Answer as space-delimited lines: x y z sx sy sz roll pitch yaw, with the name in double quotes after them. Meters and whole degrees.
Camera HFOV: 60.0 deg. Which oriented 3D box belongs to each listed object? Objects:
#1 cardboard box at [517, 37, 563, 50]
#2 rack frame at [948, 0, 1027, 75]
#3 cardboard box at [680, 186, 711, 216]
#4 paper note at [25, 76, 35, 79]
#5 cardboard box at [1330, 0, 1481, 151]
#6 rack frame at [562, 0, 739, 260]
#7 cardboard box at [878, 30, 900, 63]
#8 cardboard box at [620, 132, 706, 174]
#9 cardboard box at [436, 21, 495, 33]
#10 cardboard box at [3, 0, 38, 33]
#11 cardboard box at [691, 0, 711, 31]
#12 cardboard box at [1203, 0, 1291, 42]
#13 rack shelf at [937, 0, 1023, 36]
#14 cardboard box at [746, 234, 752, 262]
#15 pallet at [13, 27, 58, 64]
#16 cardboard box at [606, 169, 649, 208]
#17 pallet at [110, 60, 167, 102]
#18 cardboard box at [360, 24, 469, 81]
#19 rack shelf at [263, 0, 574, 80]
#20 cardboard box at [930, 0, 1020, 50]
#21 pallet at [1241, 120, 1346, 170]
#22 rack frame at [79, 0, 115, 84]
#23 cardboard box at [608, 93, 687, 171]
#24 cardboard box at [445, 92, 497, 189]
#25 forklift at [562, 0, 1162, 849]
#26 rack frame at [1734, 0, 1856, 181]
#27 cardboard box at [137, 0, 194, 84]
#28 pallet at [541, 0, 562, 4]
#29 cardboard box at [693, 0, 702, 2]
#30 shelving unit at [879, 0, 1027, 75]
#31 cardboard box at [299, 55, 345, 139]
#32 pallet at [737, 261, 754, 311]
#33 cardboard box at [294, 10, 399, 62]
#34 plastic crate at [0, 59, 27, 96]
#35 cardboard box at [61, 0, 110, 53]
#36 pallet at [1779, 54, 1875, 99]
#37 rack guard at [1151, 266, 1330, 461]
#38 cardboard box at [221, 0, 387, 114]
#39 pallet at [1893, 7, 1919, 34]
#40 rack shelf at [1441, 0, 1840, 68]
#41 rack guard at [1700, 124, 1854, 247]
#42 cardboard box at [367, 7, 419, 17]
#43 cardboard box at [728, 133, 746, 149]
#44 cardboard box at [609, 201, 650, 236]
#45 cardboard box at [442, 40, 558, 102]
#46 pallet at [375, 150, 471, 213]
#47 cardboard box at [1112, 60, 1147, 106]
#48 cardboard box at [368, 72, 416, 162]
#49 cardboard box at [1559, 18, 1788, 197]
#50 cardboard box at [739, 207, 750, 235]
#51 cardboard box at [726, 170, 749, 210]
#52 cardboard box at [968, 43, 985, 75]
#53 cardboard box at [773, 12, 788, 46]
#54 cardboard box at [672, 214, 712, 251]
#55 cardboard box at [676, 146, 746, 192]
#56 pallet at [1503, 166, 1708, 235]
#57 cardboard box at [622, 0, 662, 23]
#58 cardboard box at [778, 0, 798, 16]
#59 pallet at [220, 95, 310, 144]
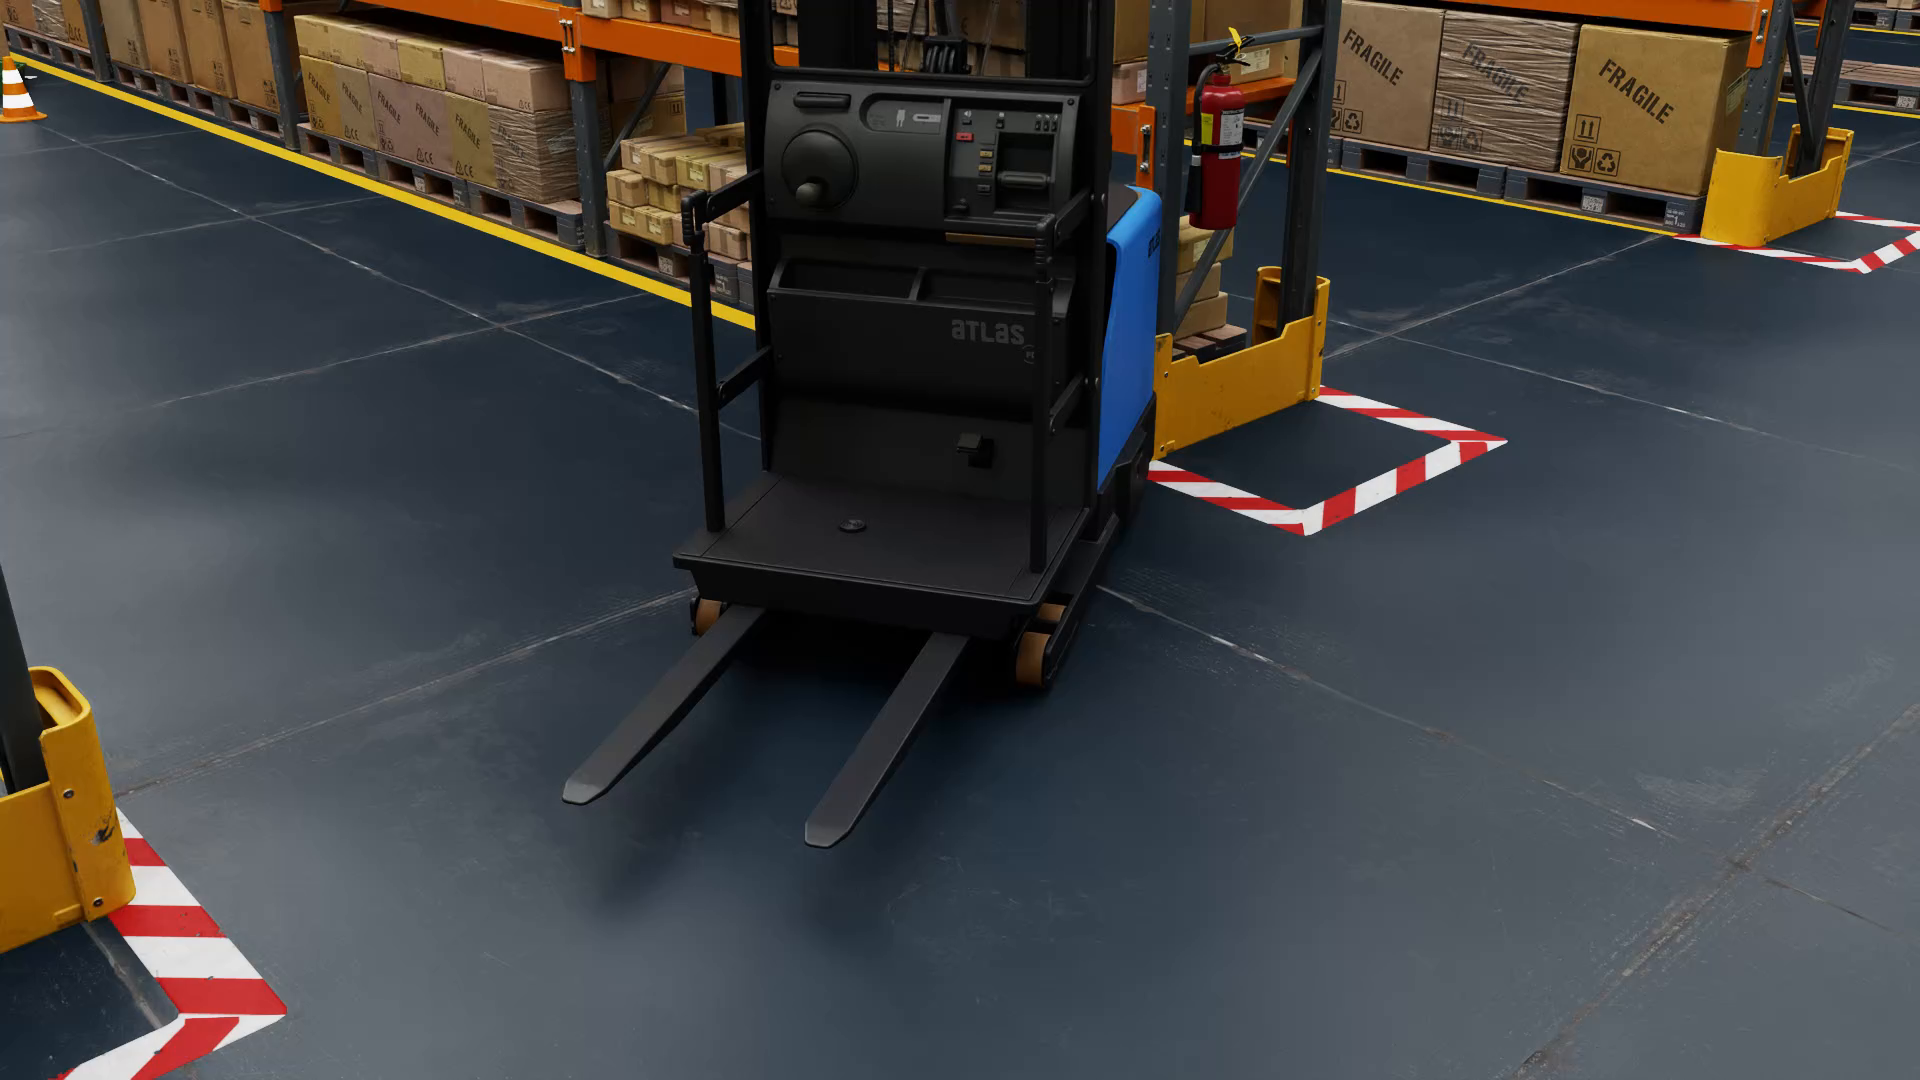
-2.341 -2.916 10.130 0.500 0.250 0.500 -20 31 -37 "cardboard box"
0.177 -1.478 6.219 0.400 2.100 0.015 -20 19 -39 "rack frame"
-1.218 -1.775 8.598 0.380 0.149 0.250 -21 32 -39 "cardboard box"
-8.252 -4.081 14.659 0.142 0.020 0.147 3 25 6 "paper note"
3.034 -3.167 11.132 0.875 0.875 0.875 -21 32 -38 "cardboard box"
-1.663 -3.061 8.846 1.000 3.000 0.127 -21 32 -38 "rack frame"
-0.175 -2.169 7.193 0.250 0.149 0.380 22 33 40 "cardboard box"
-1.579 -2.063 8.870 0.380 0.149 0.250 -20 31 -36 "cardboard box"
-3.049 -3.227 10.812 0.500 0.250 0.500 -20 31 -37 "cardboard box"
-8.751 -5.469 16.177 0.875 0.875 0.875 -22 32 -39 "cardboard box"
-1.076 -2.561 8.053 0.250 0.149 0.380 22 33 39 "cardboard box"
0.965 -2.245 6.577 0.500 0.500 0.500 -19 31 -36 "cardboard box"
-0.075 -2.161 6.226 0.431 0.518 0.480 -20 19 -39 "rack shelf"
-0.840 -1.478 8.305 0.250 0.149 0.380 22 33 40 "cardboard box"
-8.432 -4.839 16.102 1.003 0.211 1.213 -21 32 -38 "pallet"
-1.649 -1.890 8.849 0.380 0.149 0.250 -19 31 -36 "cardboard box"
-6.549 -4.004 14.272 1.003 0.211 1.213 -21 32 -38 "pallet"
-3.427 -3.083 10.497 0.500 0.250 0.500 -21 32 -38 "cardboard box"
-3.030 -3.340 10.324 1.077 0.370 4.000 -21 32 -38 "rack shelf"
0.227 -2.251 6.591 0.500 0.500 0.500 -22 32 -39 "cardboard box"
2.489 -2.916 11.889 1.003 0.211 1.213 -21 32 -38 "pallet"
-7.131 -5.485 14.159 1.000 3.000 0.127 -21 32 -38 "rack frame"
-1.975 -2.414 9.934 0.500 0.500 0.500 -20 31 -37 "cardboard box"
-2.704 -2.423 9.954 0.500 0.500 0.500 -22 33 -40 "cardboard box"
-0.178 -1.086 4.599 1.130 2.935 3.031 7 25 15 "forklift"
4.760 -3.226 9.207 1.000 3.000 0.127 -21 32 -38 "rack frame"
-5.985 -4.197 13.540 1.050 0.750 0.750 -21 32 -38 "cardboard box"
-2.080 -3.247 9.484 1.003 0.211 1.213 -21 32 -38 "pallet"
-1.165 -2.873 7.954 0.500 0.500 0.500 -21 32 -38 "cardboard box"
0.014 -1.503 6.400 0.431 2.100 0.503 -20 19 -39 "shelving unit"
-4.100 -3.040 11.306 0.500 0.500 0.500 22 33 40 "cardboard box"
-0.340 -1.229 8.191 1.003 0.211 1.213 -21 32 -38 "pallet"
-4.103 -3.391 11.170 0.500 0.250 0.500 22 32 39 "cardboard box"
-8.206 -3.913 14.032 0.450 0.188 0.662 4 23 -16 "plastic crate"
-7.510 -4.920 14.974 0.875 0.875 0.875 -21 32 -38 "cardboard box"
7.011 -3.993 14.248 1.003 0.211 1.213 -21 32 -38 "pallet"
1.019 -0.735 6.759 1.175 0.500 0.348 -21 32 -38 "rack guard"
-4.748 -3.651 12.343 1.050 0.750 0.750 -22 32 -39 "cardboard box"
10.567 -5.400 17.333 1.003 0.211 1.213 -21 32 -38 "pallet"
3.393 -3.504 10.685 1.077 0.370 4.000 -21 32 -38 "rack shelf"
4.777 -2.081 9.710 1.175 0.500 0.348 -21 32 -38 "rack guard"
-3.739 -3.535 11.488 0.500 0.250 0.500 -22 33 -40 "cardboard box"
-1.027 -2.126 9.008 0.380 0.149 0.250 -21 32 -38 "cardboard box"
-1.649 -1.754 8.909 0.250 0.149 0.380 22 33 40 "cardboard box"
-2.699 -2.770 9.809 0.500 0.250 0.500 -19 31 -36 "cardboard box"
-3.035 -2.398 10.752 1.003 0.211 1.213 -21 32 -38 "pallet"
0.641 -1.754 6.283 0.380 0.149 0.250 -21 32 -38 "cardboard box"
-3.400 -2.735 10.636 0.500 0.500 0.500 -22 33 -40 "cardboard box"
4.264 -2.621 9.936 0.875 0.875 0.875 -21 32 -38 "cardboard box"
-0.865 -1.603 8.219 0.380 0.149 0.250 -19 31 -36 "cardboard box"
-0.916 -1.727 8.134 0.380 0.149 0.250 -20 31 -37 "cardboard box"
0.125 -1.982 6.783 0.380 0.149 0.250 -20 31 -37 "cardboard box"
-0.773 -2.383 7.663 0.380 0.149 0.250 -20 31 -36 "cardboard box"
-1.259 -1.613 8.600 0.380 0.149 0.250 -21 32 -39 "cardboard box"
-1.225 -1.900 8.513 0.380 0.149 0.250 -22 32 -39 "cardboard box"
4.157 -2.177 10.268 1.003 0.211 1.213 -21 32 -38 "pallet"
-1.478 -2.711 8.382 0.380 0.149 0.250 -20 31 -37 "cardboard box"
-0.460 -2.556 7.259 0.500 0.500 0.500 -19 31 -36 "cardboard box"
-4.881 -3.265 12.652 1.003 0.211 1.213 -21 32 -38 "pallet"
